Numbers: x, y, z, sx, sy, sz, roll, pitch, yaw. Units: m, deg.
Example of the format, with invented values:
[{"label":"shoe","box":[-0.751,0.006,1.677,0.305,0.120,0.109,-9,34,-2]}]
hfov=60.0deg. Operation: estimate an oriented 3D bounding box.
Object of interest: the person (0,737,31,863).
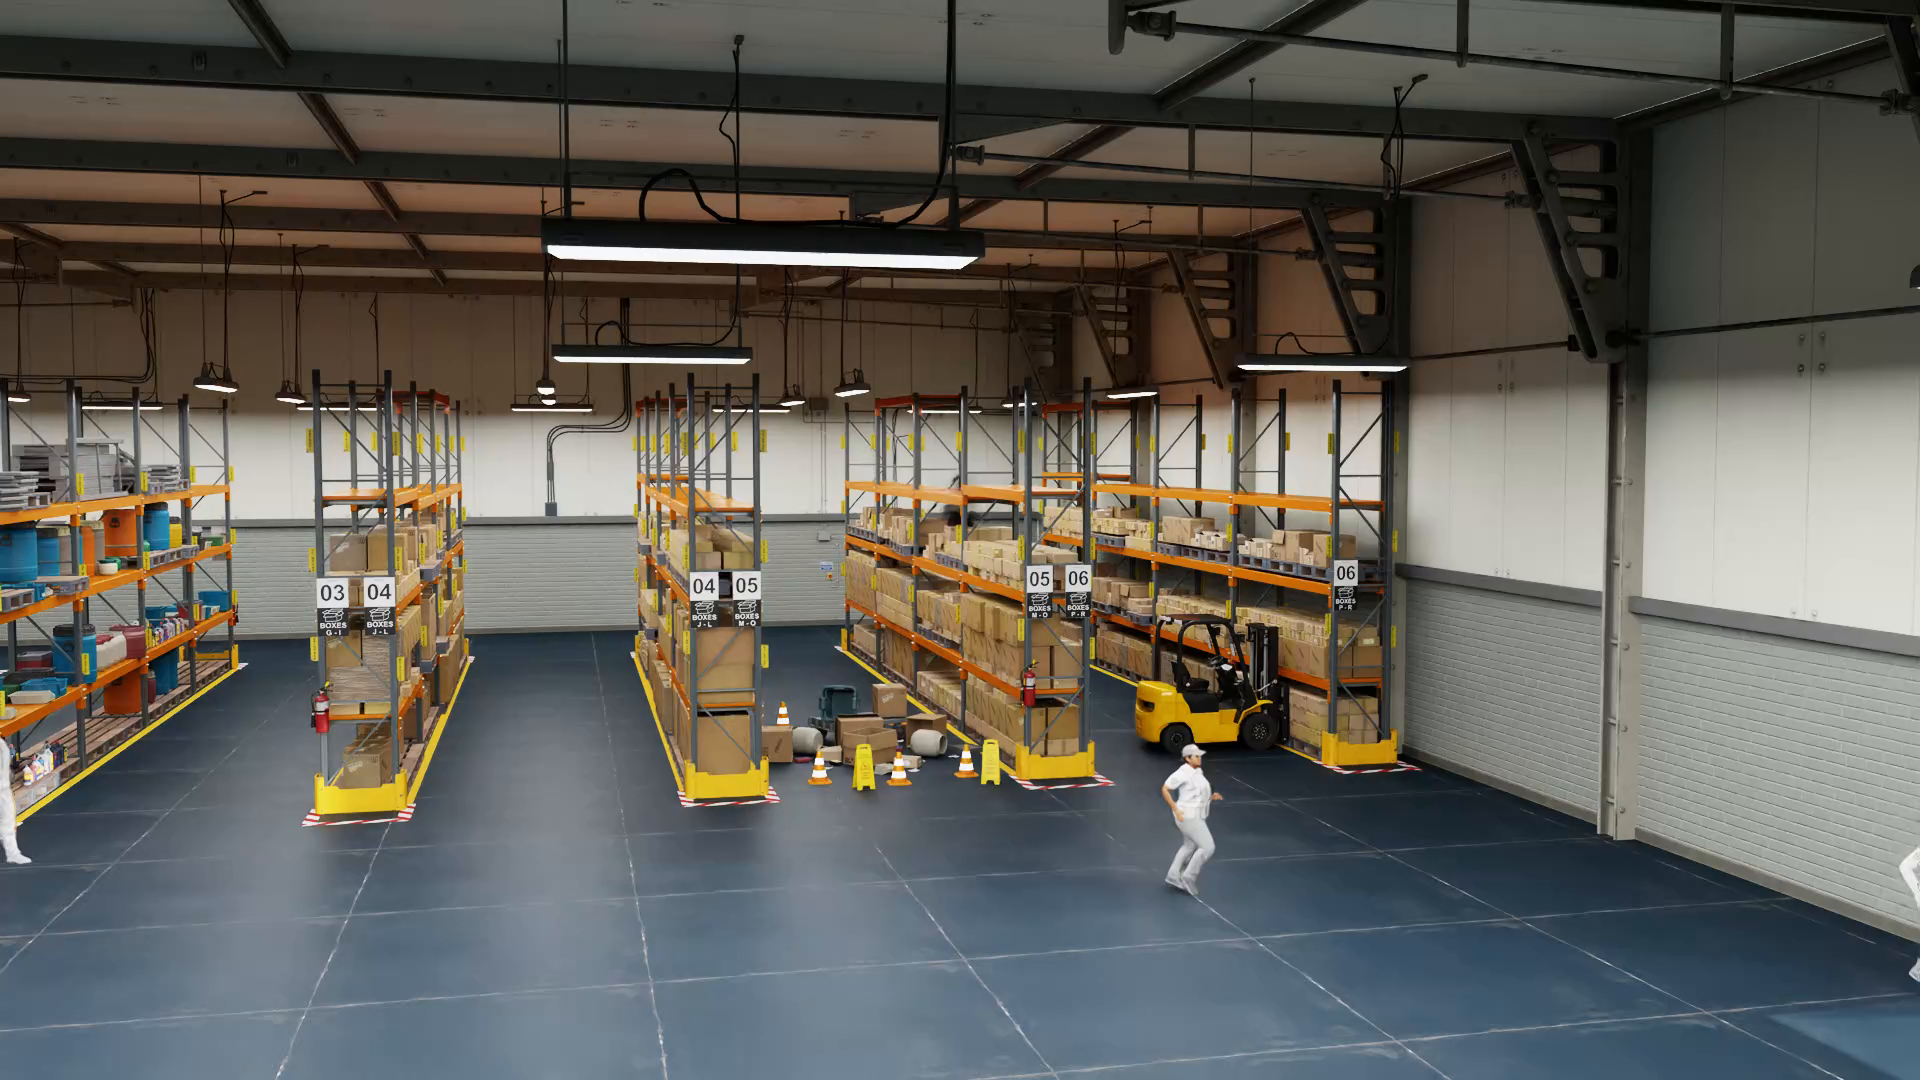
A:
[{"label":"person","box":[-11.506,2.959,19.730,0.976,1.768,0.688,1,3,12]}]

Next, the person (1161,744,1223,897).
[{"label":"person","box":[2.591,3.110,18.490,0.682,1.679,0.577,2,4,27]}]

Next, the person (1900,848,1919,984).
[{"label":"person","box":[8.833,3.285,14.834,0.608,1.716,0.774,-1,4,-24]}]
